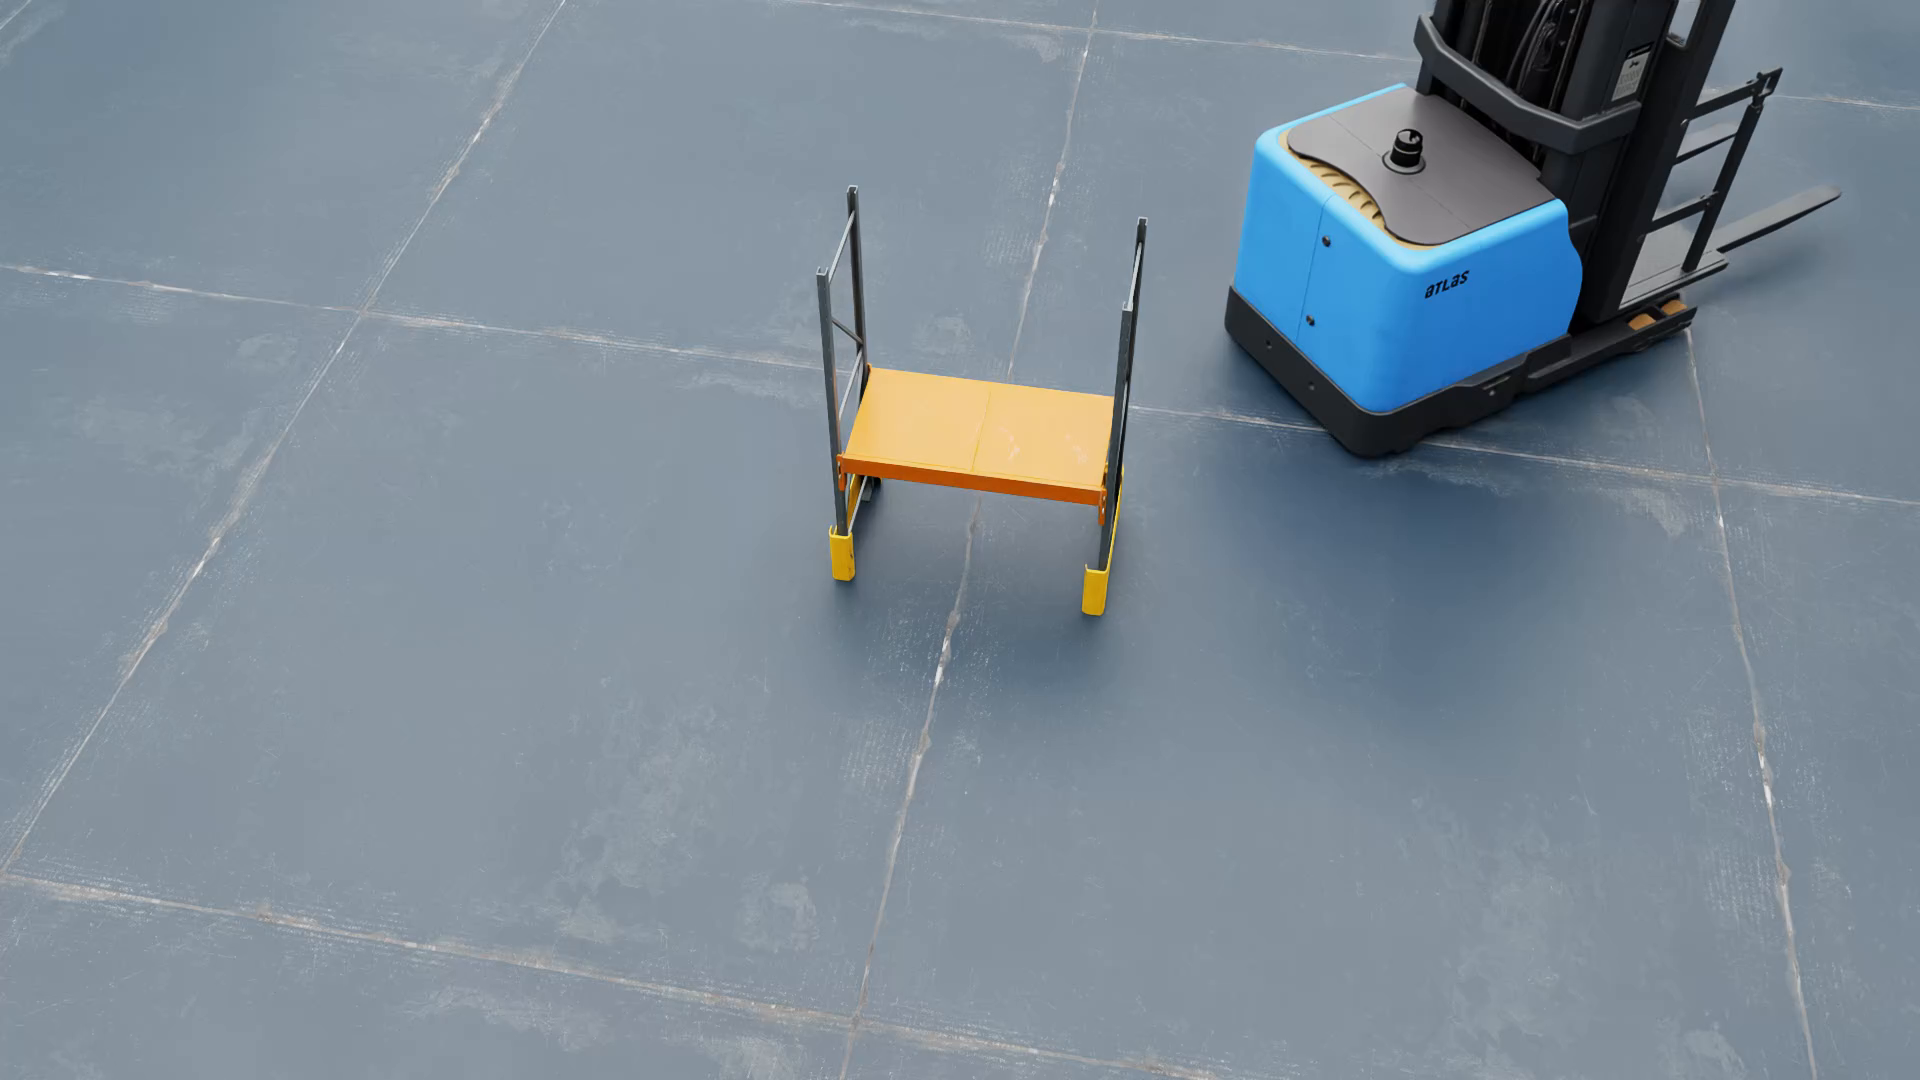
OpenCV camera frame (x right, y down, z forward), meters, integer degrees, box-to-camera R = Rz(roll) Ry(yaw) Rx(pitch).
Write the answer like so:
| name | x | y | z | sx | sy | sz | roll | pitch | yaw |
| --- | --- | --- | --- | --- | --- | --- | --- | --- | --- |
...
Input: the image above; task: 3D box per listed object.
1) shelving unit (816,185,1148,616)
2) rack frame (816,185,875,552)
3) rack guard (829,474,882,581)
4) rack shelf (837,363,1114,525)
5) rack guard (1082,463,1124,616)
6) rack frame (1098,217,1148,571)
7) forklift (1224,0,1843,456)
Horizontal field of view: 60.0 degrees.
| name | x | y | z | sx | sy | sz | roll | pitch | yaw |
| --- | --- | --- | --- | --- | --- | --- | --- | --- | --- |
| shelving unit | 0.075 | -0.491 | 6.155 | 1.083 | 1.500 | 0.587 | 8 | 49 | 7 |
| rack frame | -0.416 | -0.557 | 6.214 | 0.032 | 1.500 | 0.500 | 8 | 49 | 7 |
| rack guard | -0.415 | -0.139 | 6.679 | 0.087 | 0.250 | 0.587 | 8 | 49 | 7 |
| rack shelf | 0.084 | -0.370 | 6.288 | 1.000 | 0.185 | 0.538 | 8 | 49 | 7 |
| rack guard | 0.565 | -0.008 | 6.561 | 0.087 | 0.250 | 0.587 | 8 | 49 | 7 |
| rack frame | 0.584 | -0.423 | 6.094 | 0.032 | 1.500 | 0.500 | 8 | 49 | 7 |
| forklift | 2.726 | -2.149 | 6.682 | 3.031 | 2.935 | 1.130 | -23 | 52 | -19 |
